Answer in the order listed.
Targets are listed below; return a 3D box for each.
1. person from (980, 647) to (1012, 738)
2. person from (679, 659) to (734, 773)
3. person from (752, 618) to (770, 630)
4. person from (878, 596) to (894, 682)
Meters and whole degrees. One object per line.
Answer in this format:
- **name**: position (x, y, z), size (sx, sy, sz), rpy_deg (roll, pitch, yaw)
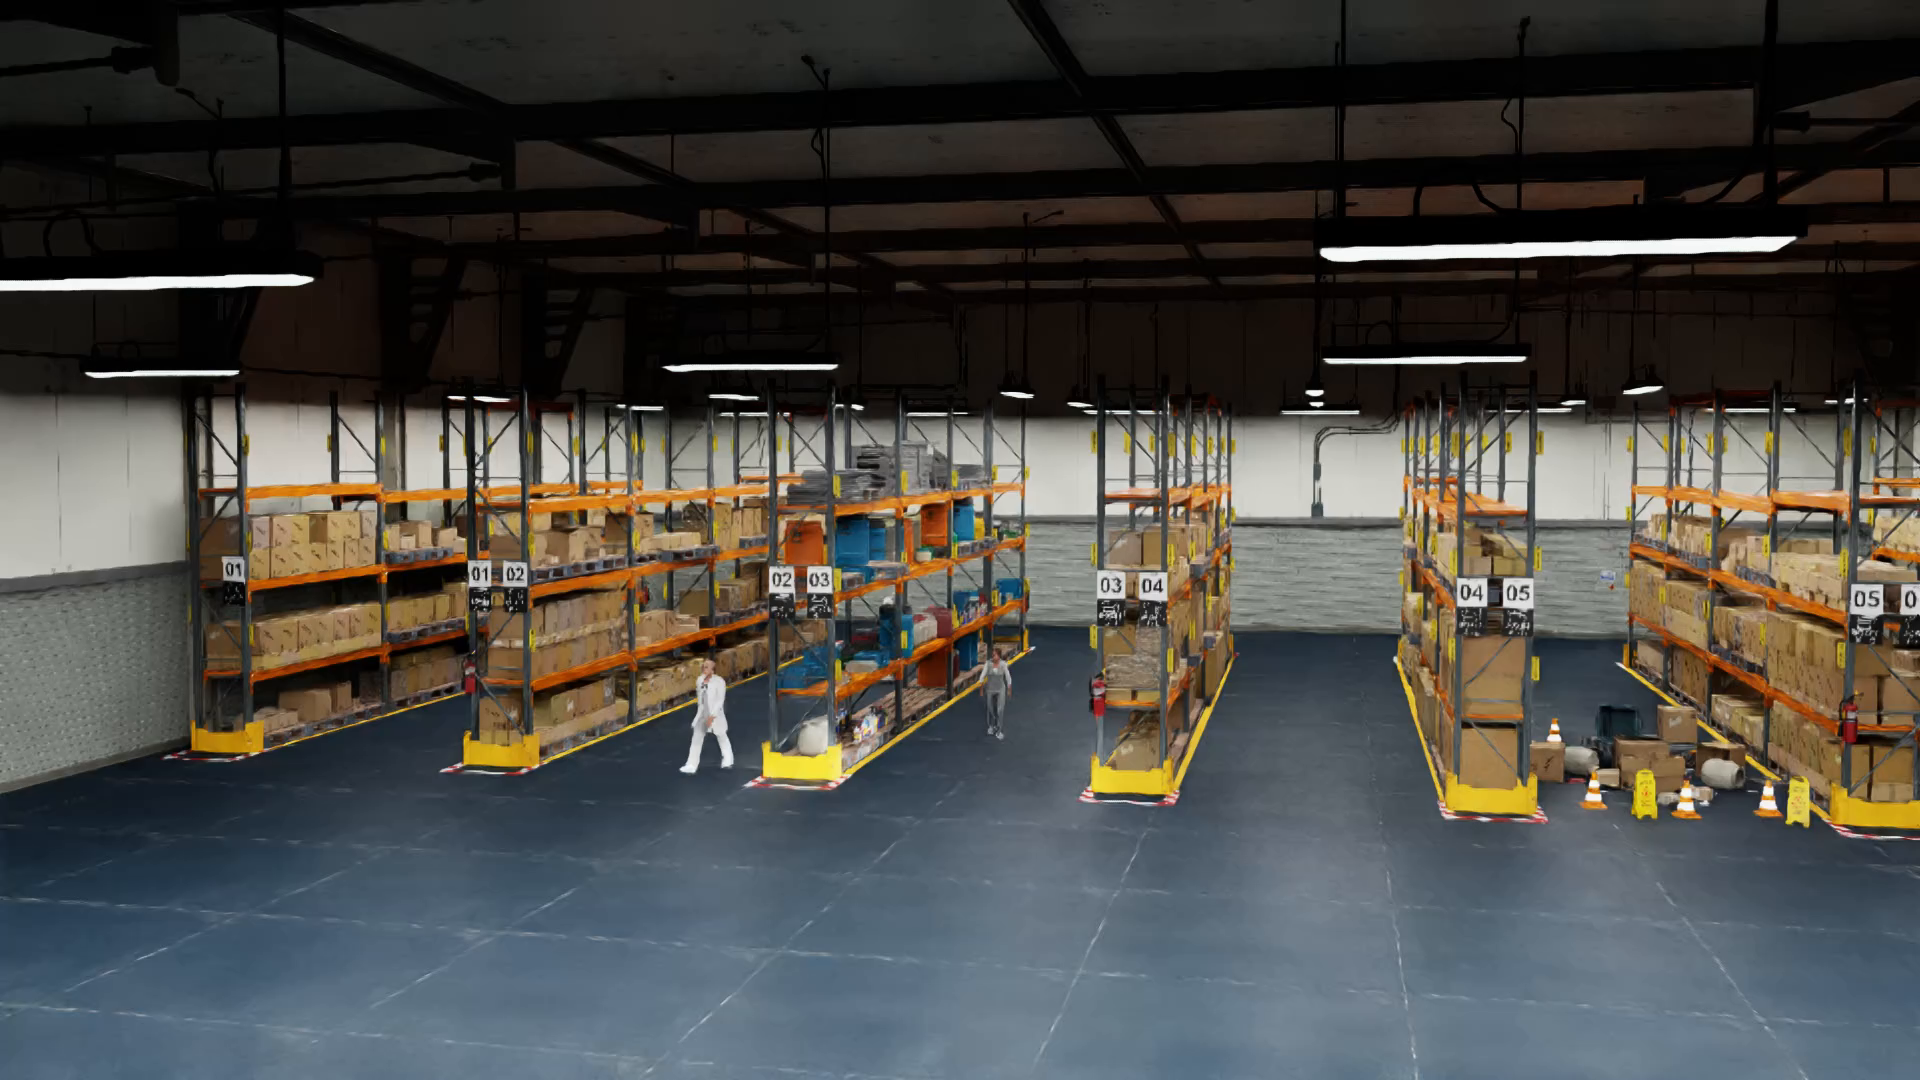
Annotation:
- **person**: position (0.618, 2.591, 28.580), size (0.542, 1.563, 0.613), rpy_deg (0, 3, 4)
- **person**: position (-3.824, 2.674, 25.393), size (0.575, 1.714, 1.103), rpy_deg (1, 4, 22)
- **person**: position (-5.021, 1.785, 42.311), size (0.473, 1.573, 1.057), rpy_deg (1, 3, 19)
- **person**: position (-1.534, 2.082, 35.212), size (0.570, 1.786, 0.653), rpy_deg (3, 4, 39)
